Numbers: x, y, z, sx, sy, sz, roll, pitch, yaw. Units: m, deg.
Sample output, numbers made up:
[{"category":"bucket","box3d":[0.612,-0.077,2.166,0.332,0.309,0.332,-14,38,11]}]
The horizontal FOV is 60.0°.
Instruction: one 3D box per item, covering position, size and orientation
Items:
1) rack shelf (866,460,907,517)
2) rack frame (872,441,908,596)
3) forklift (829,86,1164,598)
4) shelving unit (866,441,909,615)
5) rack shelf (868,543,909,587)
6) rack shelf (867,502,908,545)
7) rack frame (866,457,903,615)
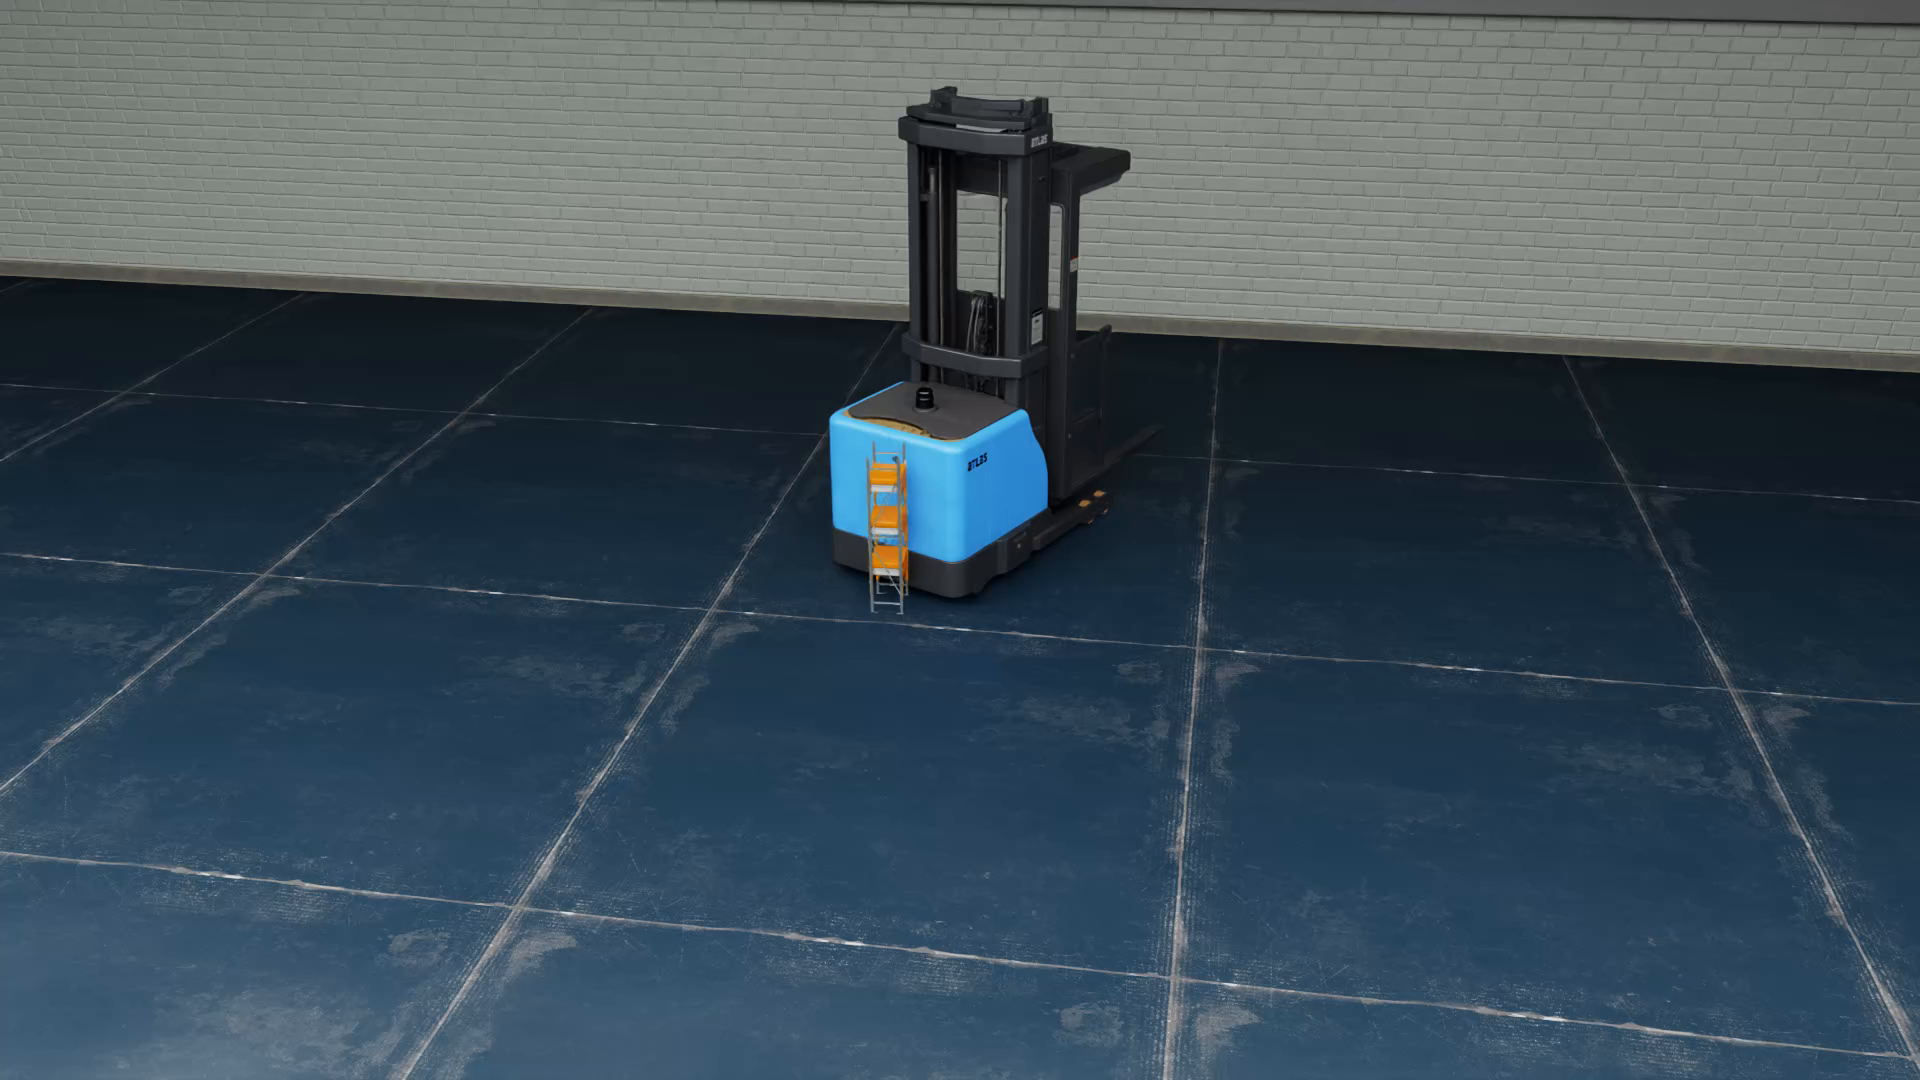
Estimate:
[{"category":"rack shelf","box3d":[-0.441,-0.312,10.026,0.215,0.259,0.240,3,27,5]},{"category":"rack frame","box3d":[-0.428,-0.123,10.257,0.200,1.050,0.008,3,27,5]},{"category":"forklift","box3d":[0.413,-1.541,11.085,1.130,2.935,3.031,16,30,31]},{"category":"shelving unit","box3d":[-0.440,-0.068,10.149,0.215,1.050,0.252,3,27,5]},{"category":"rack shelf","box3d":[-0.439,0.189,10.279,0.215,0.259,0.240,3,27,5]},{"category":"rack shelf","box3d":[-0.440,-0.059,10.154,0.215,0.259,0.240,3,27,5]},{"category":"rack frame","box3d":[-0.453,-0.014,10.041,0.200,1.050,0.008,3,27,5]}]
